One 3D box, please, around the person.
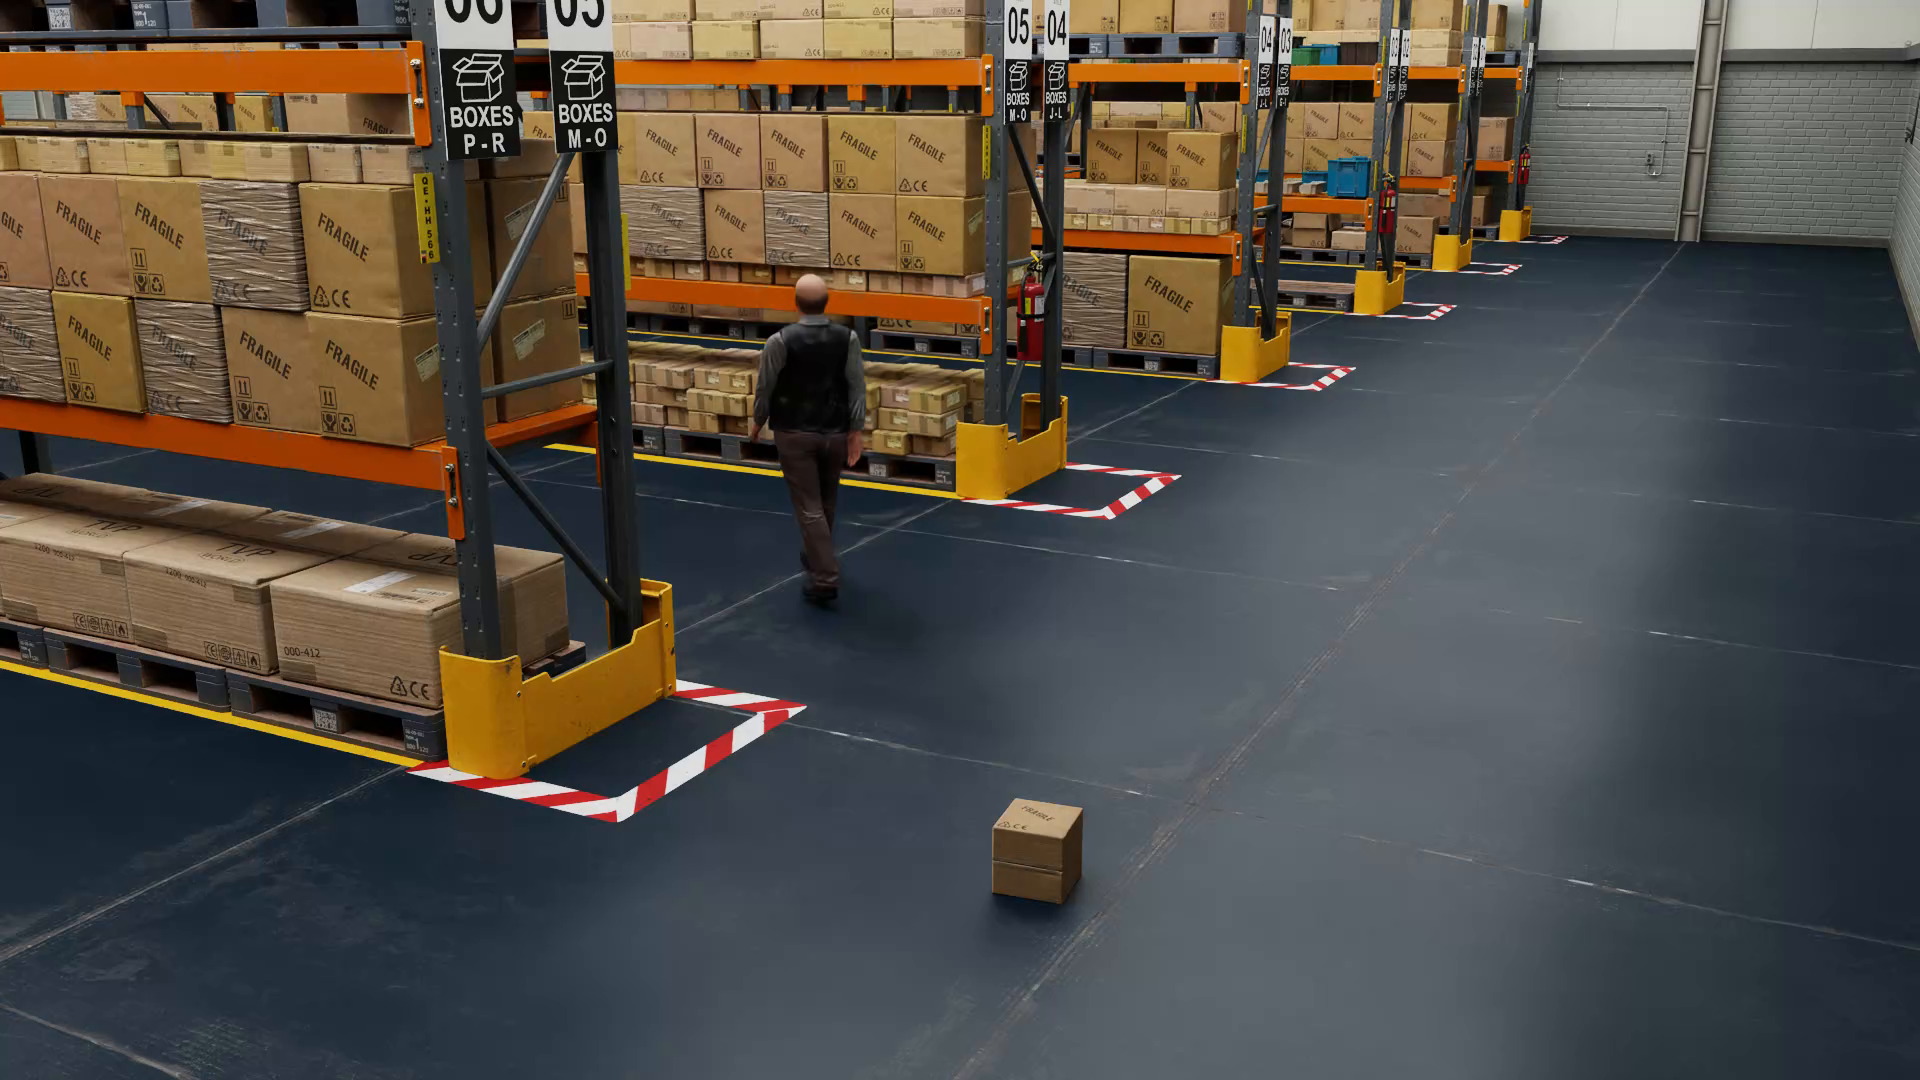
[{"bbox_3d":[-0.832,-0.589,8.889,0.558,1.678,0.938,-7,17,-24],"label":"person"}]
